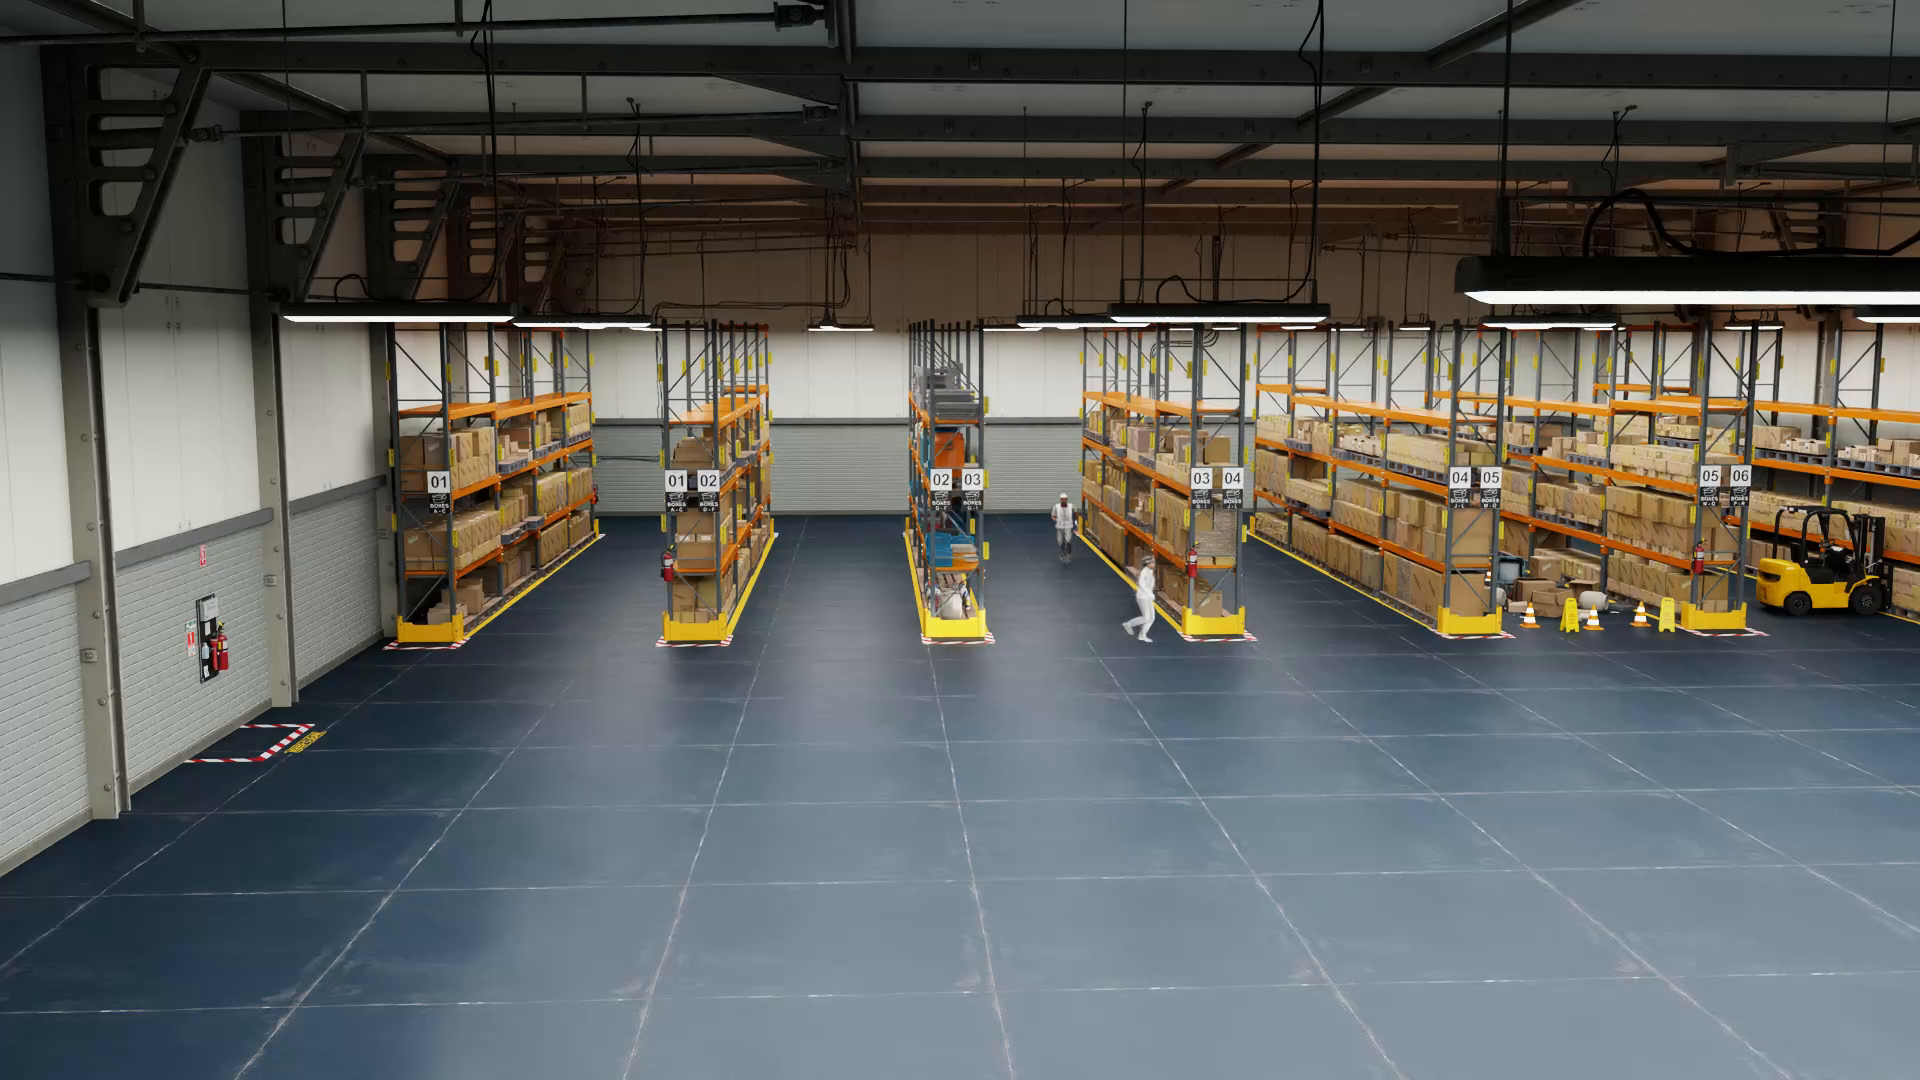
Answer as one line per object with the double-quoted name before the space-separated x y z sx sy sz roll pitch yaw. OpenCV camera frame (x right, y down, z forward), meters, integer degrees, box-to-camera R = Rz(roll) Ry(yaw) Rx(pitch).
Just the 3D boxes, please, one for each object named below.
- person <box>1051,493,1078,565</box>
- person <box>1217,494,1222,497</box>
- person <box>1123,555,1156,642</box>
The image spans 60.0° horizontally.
"person" 2.610 -0.279 41.497 0.663 1.784 0.794 1 7 5
"person" 7.318 -0.910 47.009 0.612 1.715 0.614 0 7 0
"person" 3.364 1.088 31.136 0.609 1.636 0.604 2 7 19
